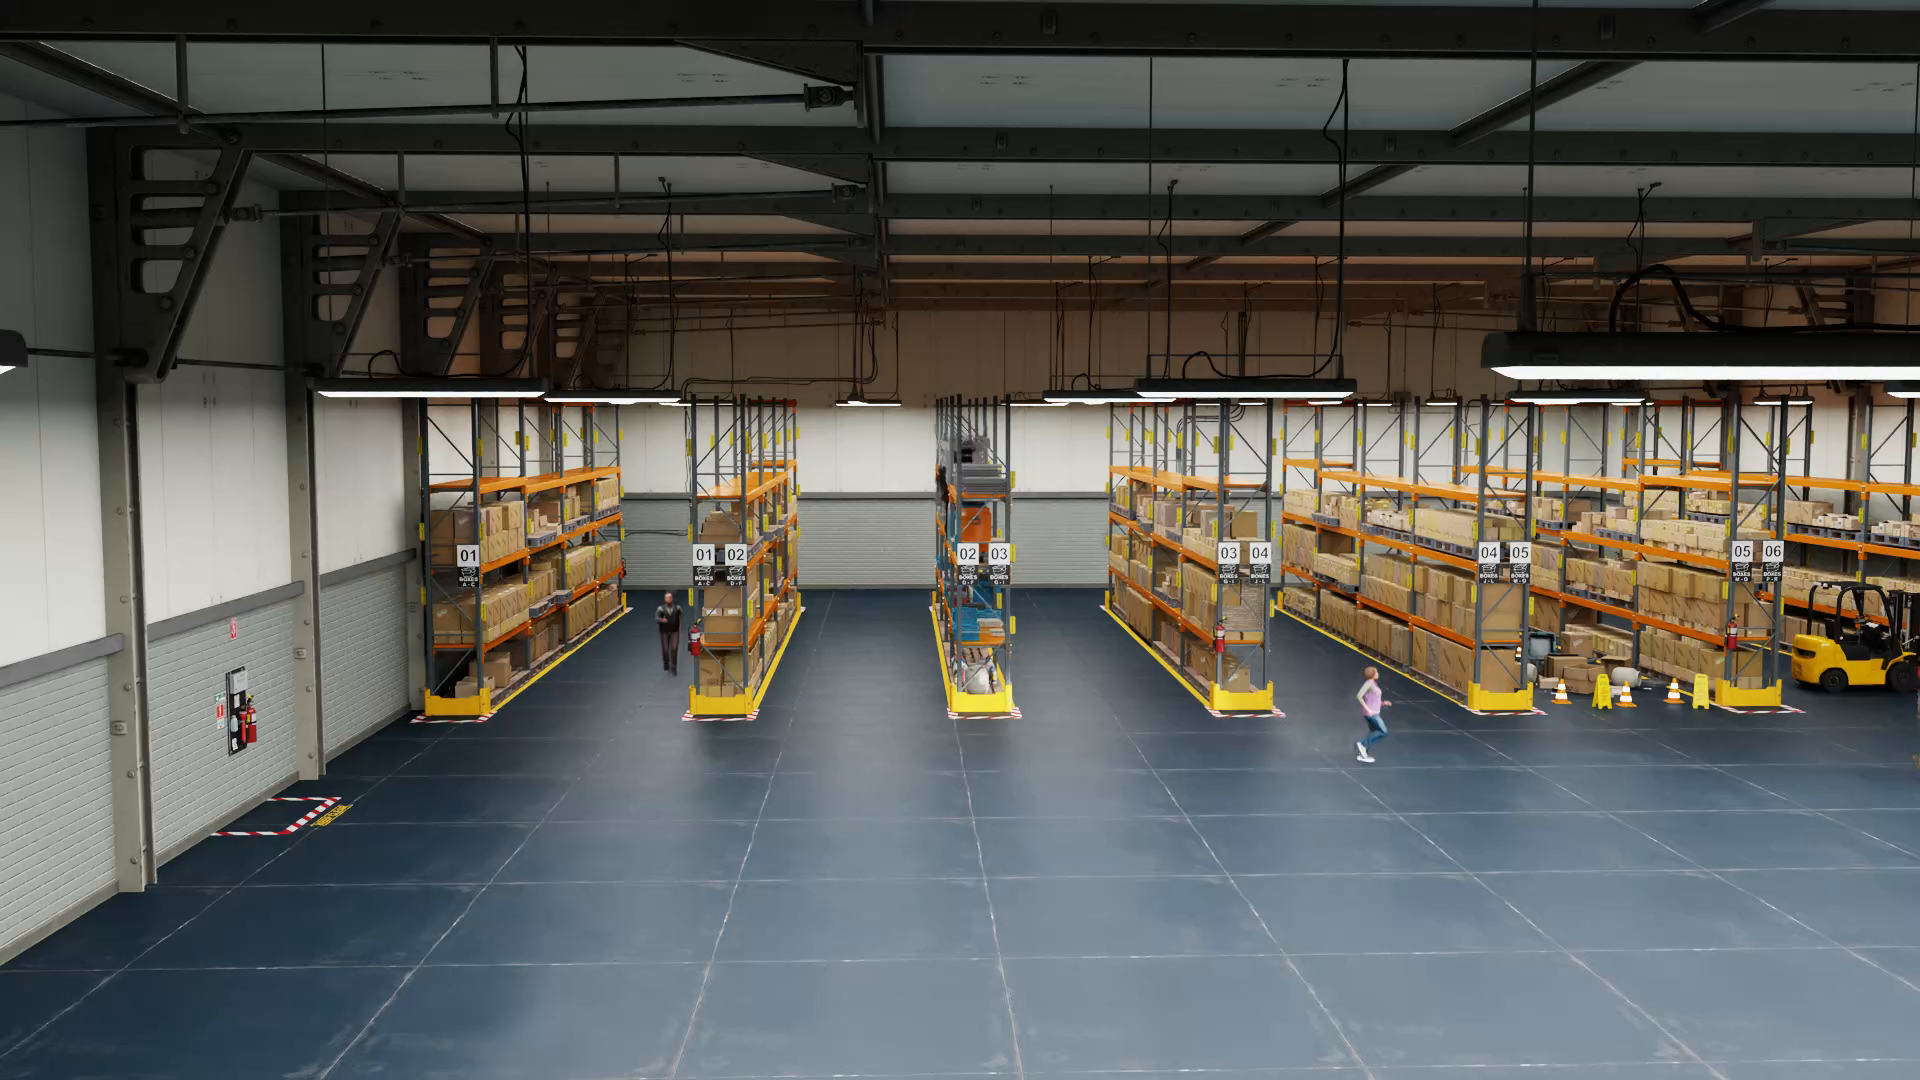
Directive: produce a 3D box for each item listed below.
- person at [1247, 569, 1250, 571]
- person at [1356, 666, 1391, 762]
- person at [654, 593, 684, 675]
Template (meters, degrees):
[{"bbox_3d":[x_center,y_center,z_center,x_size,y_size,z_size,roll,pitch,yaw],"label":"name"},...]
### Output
[{"bbox_3d":[8.602,1.070,48.394,0.904,1.644,0.638,-3,5,-32],"label":"person"},{"bbox_3d":[6.708,2.822,26.914,0.536,1.559,0.522,2,5,20],"label":"person"},{"bbox_3d":[-6.271,2.007,35.898,0.661,1.715,0.906,-1,5,-14],"label":"person"}]
